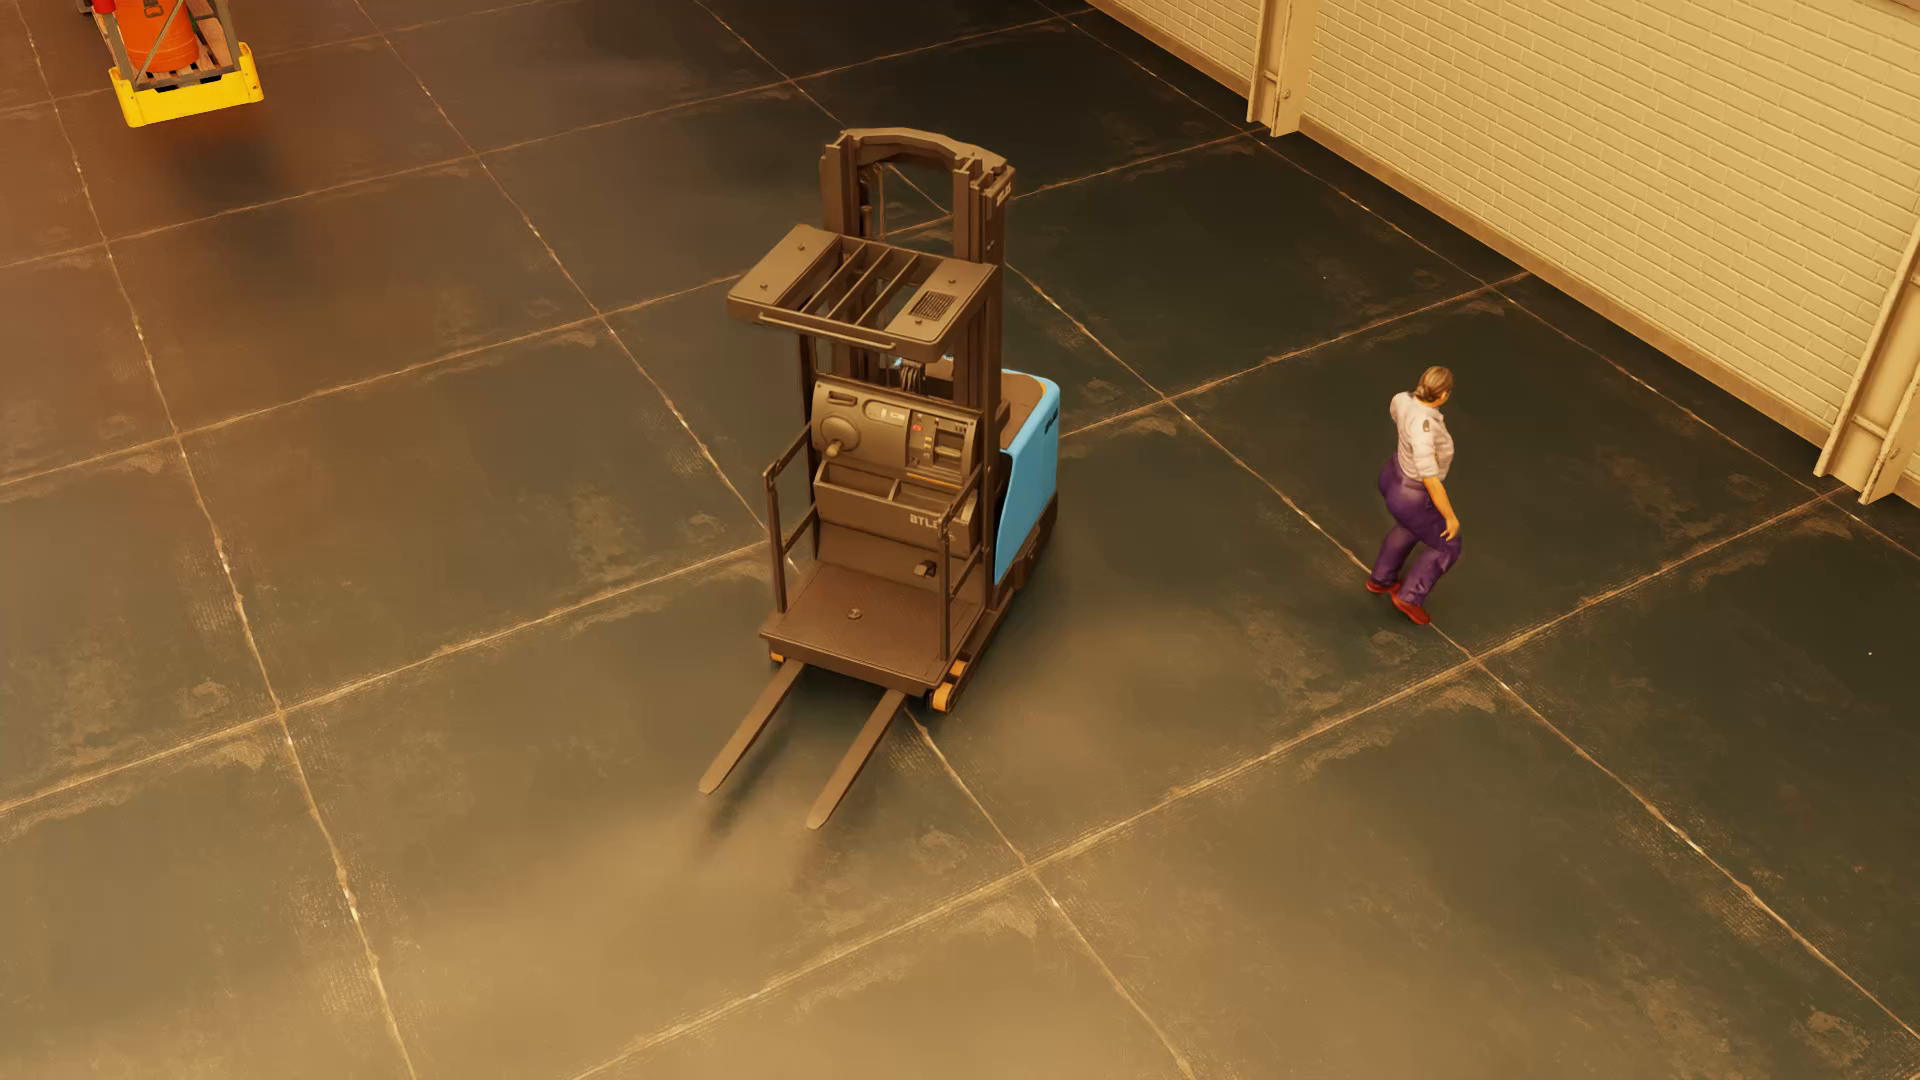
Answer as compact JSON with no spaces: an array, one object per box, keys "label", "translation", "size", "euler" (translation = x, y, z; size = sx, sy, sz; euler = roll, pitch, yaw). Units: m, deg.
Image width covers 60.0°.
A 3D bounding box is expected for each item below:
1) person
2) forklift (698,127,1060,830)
[{"label":"person","translation":[2.616,-0.286,9.439],"size":[0.465,1.661,0.796],"euler":[0,40,0]},{"label":"forklift","translation":[-0.435,-0.491,8.628],"size":[1.130,2.935,3.031],"euler":[15,42,17]}]
